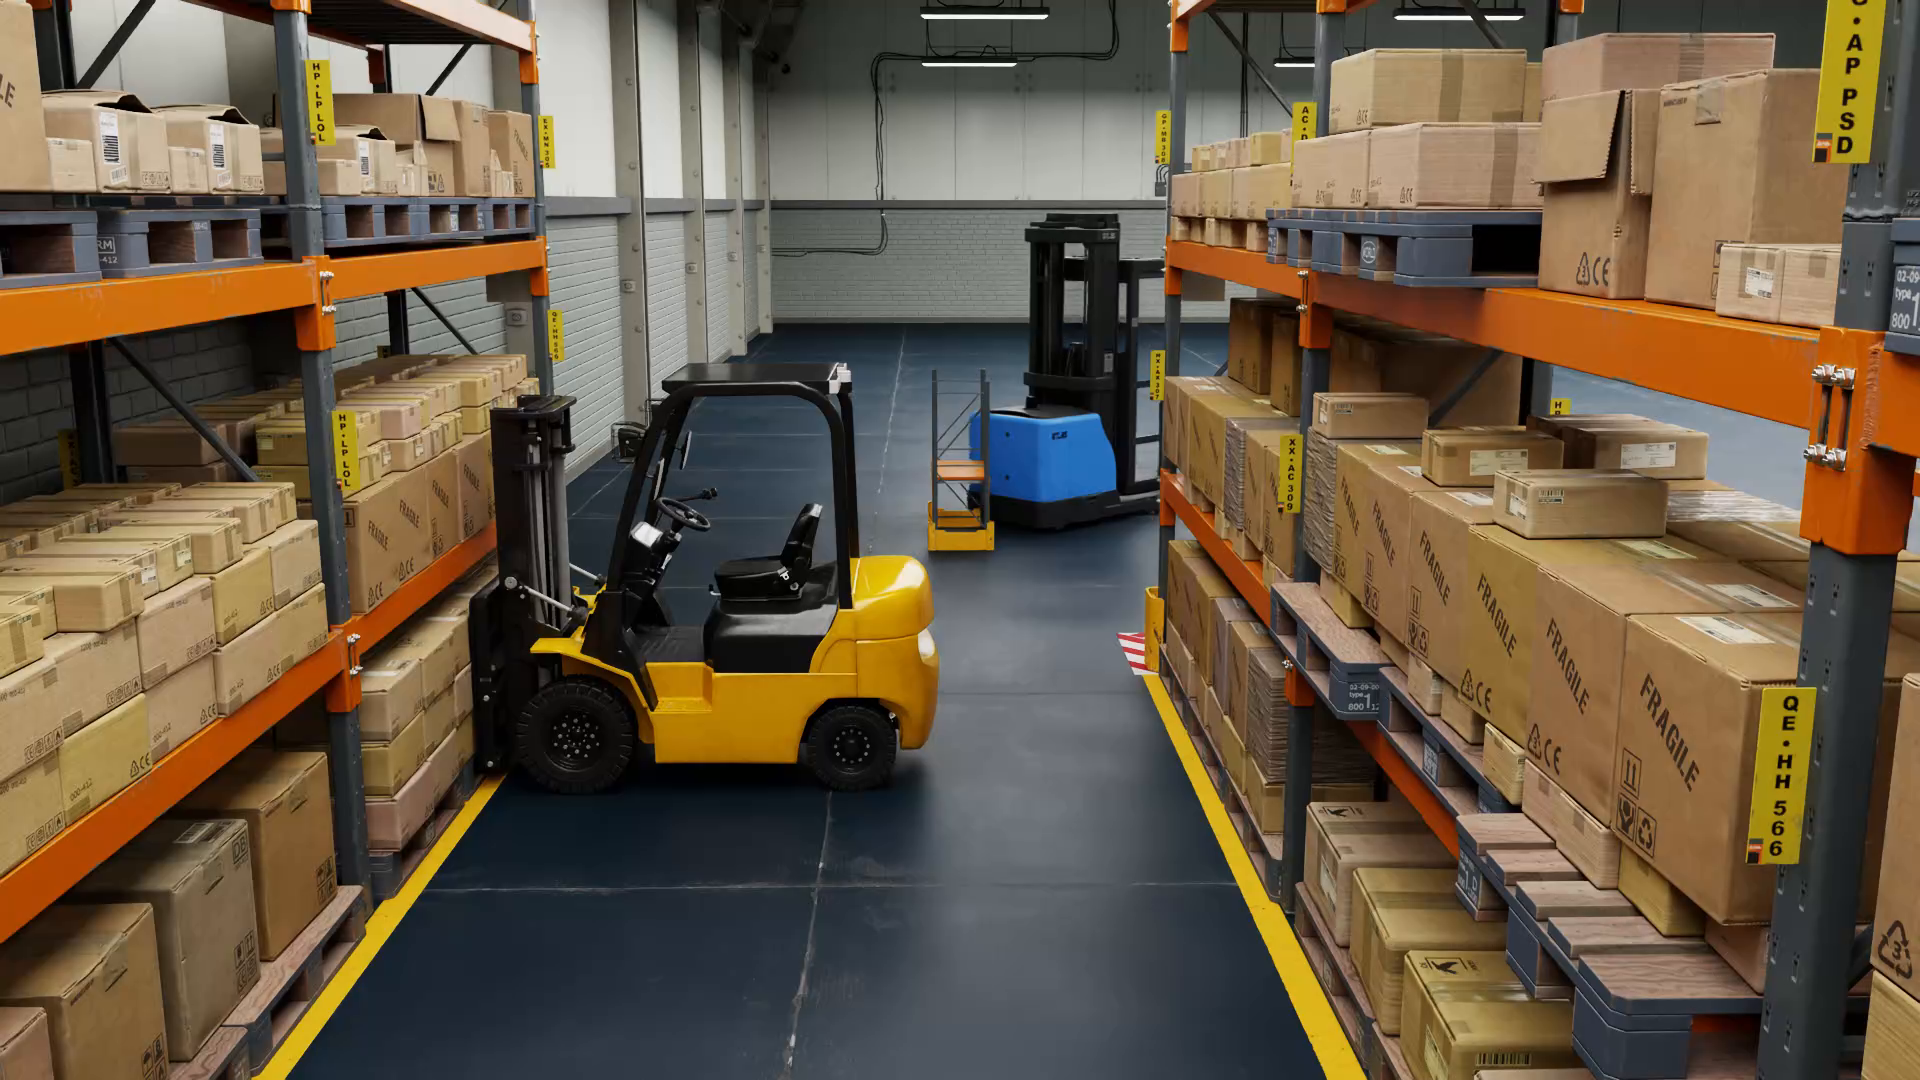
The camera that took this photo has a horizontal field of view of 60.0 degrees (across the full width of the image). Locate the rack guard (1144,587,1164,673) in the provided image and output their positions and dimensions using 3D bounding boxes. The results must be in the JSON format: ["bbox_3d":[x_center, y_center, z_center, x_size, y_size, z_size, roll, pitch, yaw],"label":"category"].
[{"bbox_3d":[1.830,0.592,11.073,1.175,0.500,0.348,0,11,-1],"label":"rack guard"}]

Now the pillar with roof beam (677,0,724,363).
[{"bbox_3d":[-0.089,-7.020,27.222,9.100,9.000,0.548,0,11,-1],"label":"pillar with roof beam"}]

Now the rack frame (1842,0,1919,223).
[{"bbox_3d":[1.994,-1.998,2.464,1.000,3.000,0.127,0,11,-1],"label":"rack frame"}]

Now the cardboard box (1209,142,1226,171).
[{"bbox_3d":[1.552,-2.063,8.955,0.380,0.149,0.250,0,11,0],"label":"cardboard box"}]

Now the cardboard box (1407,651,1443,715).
[{"bbox_3d":[1.606,0.435,5.137,0.380,0.149,0.250,0,11,1],"label":"cardboard box"}]

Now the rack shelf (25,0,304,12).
[{"bbox_3d":[-3.010,-1.826,4.431,1.077,0.370,4.000,0,11,-1],"label":"rack shelf"}]

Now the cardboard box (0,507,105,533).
[{"bbox_3d":[-3.301,-0.025,5.944,0.380,0.149,0.250,0,11,-1],"label":"cardboard box"}]

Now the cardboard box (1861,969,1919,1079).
[{"bbox_3d":[1.757,0.873,2.524,0.500,0.250,0.500,0,11,-2],"label":"cardboard box"}]

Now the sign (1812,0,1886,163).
[{"bbox_3d":[1.451,-0.779,2.702,0.100,0.325,0.005,0,11,-1],"label":"sign"}]

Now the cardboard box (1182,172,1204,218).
[{"bbox_3d":[1.573,-1.989,9.594,0.500,0.250,0.500,0,11,-2],"label":"cardboard box"}]

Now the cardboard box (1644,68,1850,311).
[{"bbox_3d":[1.984,-0.765,3.681,0.700,0.500,0.500,0,11,-1],"label":"cardboard box"}]

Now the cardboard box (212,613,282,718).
[{"bbox_3d":[-2.763,0.441,5.910,0.500,0.250,0.500,0,11,-1],"label":"cardboard box"}]

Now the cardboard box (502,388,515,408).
[{"bbox_3d":[-2.868,-0.823,9.881,0.380,0.149,0.250,0,11,0],"label":"cardboard box"}]

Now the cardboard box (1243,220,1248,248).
[{"bbox_3d":[1.663,-1.569,8.526,0.380,0.149,0.250,0,11,-2],"label":"cardboard box"}]

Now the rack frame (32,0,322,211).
[{"bbox_3d":[-3.051,-2.772,6.279,1.000,3.000,0.127,0,11,-1],"label":"rack frame"}]

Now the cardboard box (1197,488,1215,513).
[{"bbox_3d":[1.571,-0.251,9.576,0.380,0.149,0.250,0,11,0],"label":"cardboard box"}]

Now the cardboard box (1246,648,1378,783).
[{"bbox_3d":[1.631,0.805,7.711,0.500,0.500,0.500,0,11,-2],"label":"cardboard box"}]

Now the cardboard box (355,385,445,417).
[{"bbox_3d":[-2.890,-0.714,8.594,0.380,0.149,0.250,0,11,-1],"label":"cardboard box"}]

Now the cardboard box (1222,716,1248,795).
[{"bbox_3d":[1.609,1.067,8.307,0.500,0.250,0.500,-1,11,-3],"label":"cardboard box"}]

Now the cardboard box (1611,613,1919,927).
[{"bbox_3d":[1.706,0.453,3.419,0.500,0.500,0.500,-1,11,-3],"label":"cardboard box"}]

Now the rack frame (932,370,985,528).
[{"bbox_3d":[-0.012,-0.853,15.683,0.500,1.500,0.032,0,11,-1],"label":"rack frame"}]

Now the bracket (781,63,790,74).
[{"bbox_3d":[-4.343,-11.707,41.271,0.235,0.232,0.430,0,11,-1],"label":"bracket"}]

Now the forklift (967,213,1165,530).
[{"bbox_3d":[1.468,-1.755,16.528,1.130,2.935,3.031,11,16,44],"label":"forklift"}]

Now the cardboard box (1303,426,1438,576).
[{"bbox_3d":[1.634,-0.159,6.433,0.500,0.500,0.500,0,11,0],"label":"cardboard box"}]

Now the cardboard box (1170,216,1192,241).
[{"bbox_3d":[1.511,-1.928,10.294,0.380,0.149,0.250,0,11,-1],"label":"cardboard box"}]

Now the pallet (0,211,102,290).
[{"bbox_3d":[-3.098,-0.771,4.436,1.003,0.211,1.213,0,11,1],"label":"pallet"}]

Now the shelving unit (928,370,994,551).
[{"bbox_3d":[-0.002,-0.750,15.176,0.587,1.500,1.083,0,11,-1],"label":"shelving unit"}]

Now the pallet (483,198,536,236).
[{"bbox_3d":[-3.145,-1.913,9.812,1.003,0.211,1.213,0,11,-1],"label":"pallet"}]

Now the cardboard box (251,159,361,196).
[{"bbox_3d":[-2.757,-1.524,6.996,0.380,0.149,0.250,0,11,0],"label":"cardboard box"}]

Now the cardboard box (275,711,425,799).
[{"bbox_3d":[-2.753,0.968,7.538,0.500,0.250,0.500,0,11,-1],"label":"cardboard box"}]

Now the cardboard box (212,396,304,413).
[{"bbox_3d":[-3.396,-0.610,8.083,0.380,0.149,0.250,0,11,-2],"label":"cardboard box"}]

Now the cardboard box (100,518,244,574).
[{"bbox_3d":[-2.708,0.020,5.723,0.380,0.149,0.250,-1,11,-3],"label":"cardboard box"}]

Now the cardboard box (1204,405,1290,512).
[{"bbox_3d":[1.605,-0.442,8.885,0.500,0.500,0.500,0,11,-2],"label":"cardboard box"}]

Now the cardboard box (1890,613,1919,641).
[{"bbox_3d":[2.216,0.451,3.425,0.500,0.500,0.500,-1,11,-3],"label":"cardboard box"}]

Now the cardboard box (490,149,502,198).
[{"bbox_3d":[-2.808,-2.072,9.404,0.396,0.266,0.258,0,11,-1],"label":"cardboard box"}]

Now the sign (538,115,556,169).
[{"bbox_3d":[-2.591,-2.491,10.414,0.100,0.325,0.005,0,11,-1],"label":"sign"}]

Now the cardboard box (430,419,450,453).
[{"bbox_3d":[-2.793,-0.518,8.374,0.380,0.149,0.250,-1,11,-3],"label":"cardboard box"}]

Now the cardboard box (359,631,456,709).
[{"bbox_3d":[-2.748,0.621,7.989,0.500,0.250,0.500,0,11,-1],"label":"cardboard box"}]

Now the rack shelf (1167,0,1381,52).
[{"bbox_3d":[1.870,-2.836,8.415,1.077,0.370,4.000,0,11,-1],"label":"rack shelf"}]

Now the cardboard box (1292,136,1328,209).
[{"bbox_3d":[1.522,-1.337,6.074,0.500,0.250,0.500,-1,11,-3],"label":"cardboard box"}]

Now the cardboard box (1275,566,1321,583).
[{"bbox_3d":[1.600,0.208,7.313,0.380,0.149,0.250,0,11,-2],"label":"cardboard box"}]

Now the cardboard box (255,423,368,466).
[{"bbox_3d":[-2.761,-0.409,7.090,0.380,0.149,0.250,0,11,0],"label":"cardboard box"}]

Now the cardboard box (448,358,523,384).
[{"bbox_3d":[-2.880,-1.020,10.103,0.380,0.149,0.250,0,11,-1],"label":"cardboard box"}]

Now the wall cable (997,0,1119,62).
[{"bbox_3d":[2.419,-13.185,41.278,3.097,2.526,0.112,0,11,-1],"label":"wall cable"}]

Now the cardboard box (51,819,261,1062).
[{"bbox_3d":[-3.021,1.384,5.798,0.875,0.625,0.625,0,11,-2],"label":"cardboard box"}]

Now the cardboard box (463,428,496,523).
[{"bbox_3d":[-2.849,-0.374,9.297,0.500,0.500,0.500,0,11,-2],"label":"cardboard box"}]

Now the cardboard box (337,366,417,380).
[{"bbox_3d":[-3.359,-0.918,9.599,0.380,0.149,0.250,0,11,-1],"label":"cardboard box"}]

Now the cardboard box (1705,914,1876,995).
[{"bbox_3d":[1.752,0.796,3.360,0.380,0.149,0.250,0,11,1],"label":"cardboard box"}]

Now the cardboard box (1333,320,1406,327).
[{"bbox_3d":[2.147,-0.827,8.270,0.700,0.500,0.500,0,11,-2],"label":"cardboard box"}]

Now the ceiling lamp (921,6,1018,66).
[{"bbox_3d":[0.188,-11.500,34.622,2.000,3.185,0.800,0,11,-1],"label":"ceiling lamp"}]

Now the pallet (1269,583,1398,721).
[{"bbox_3d":[1.781,0.394,6.247,1.003,0.211,1.213,0,11,-1],"label":"pallet"}]

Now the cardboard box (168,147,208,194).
[{"bbox_3d":[-2.725,-1.216,5.479,0.380,0.149,0.250,0,11,-1],"label":"cardboard box"}]

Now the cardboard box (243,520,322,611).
[{"bbox_3d":[-2.786,0.093,6.365,0.500,0.250,0.500,0,11,-2],"label":"cardboard box"}]
